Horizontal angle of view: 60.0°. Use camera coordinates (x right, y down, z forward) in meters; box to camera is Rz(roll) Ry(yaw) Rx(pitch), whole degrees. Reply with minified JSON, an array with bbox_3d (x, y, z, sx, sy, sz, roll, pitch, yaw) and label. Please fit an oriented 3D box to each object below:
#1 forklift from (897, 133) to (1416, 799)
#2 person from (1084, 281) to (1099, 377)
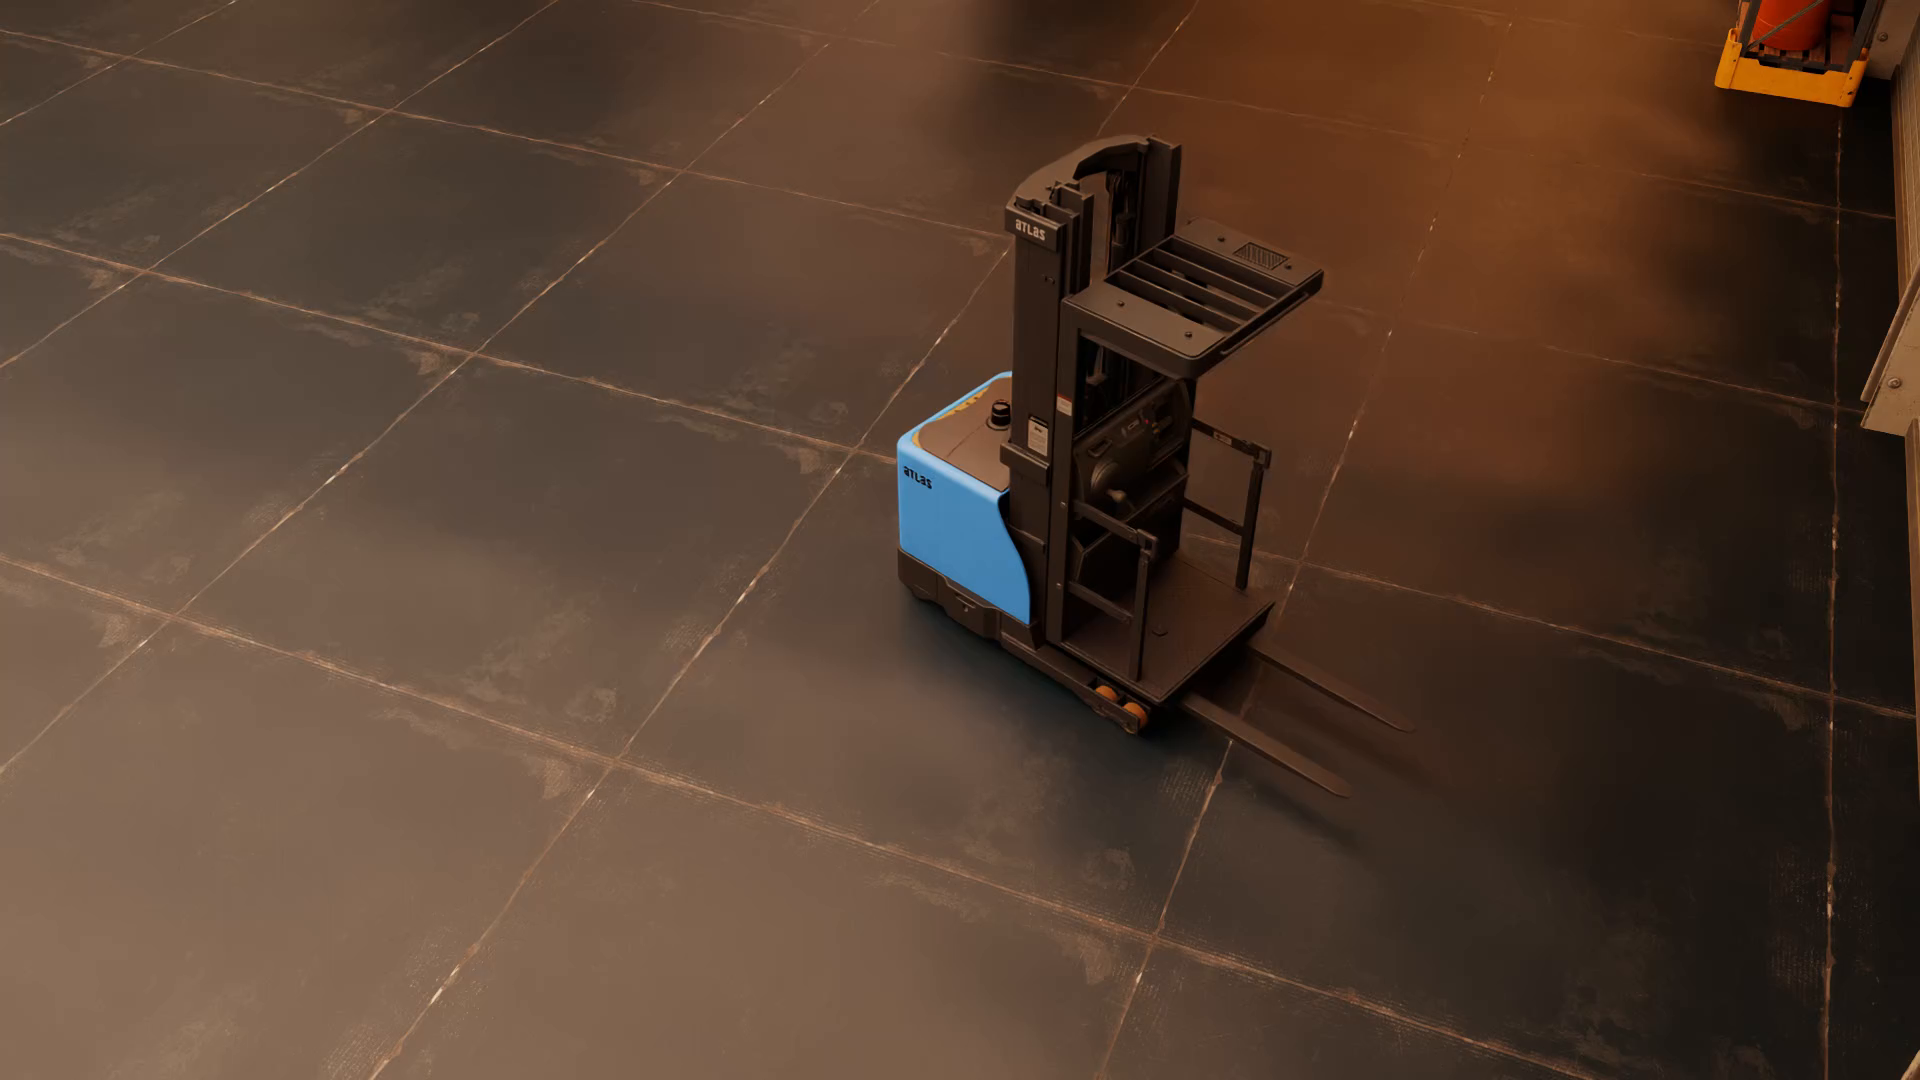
[{"bbox_3d":[1.061,-0.459,8.555,3.031,2.935,1.130,30,48,31],"label":"forklift"},{"bbox_3d":[0.724,-1.500,11.008,0.673,1.410,0.639,-2,40,-3],"label":"person"}]
